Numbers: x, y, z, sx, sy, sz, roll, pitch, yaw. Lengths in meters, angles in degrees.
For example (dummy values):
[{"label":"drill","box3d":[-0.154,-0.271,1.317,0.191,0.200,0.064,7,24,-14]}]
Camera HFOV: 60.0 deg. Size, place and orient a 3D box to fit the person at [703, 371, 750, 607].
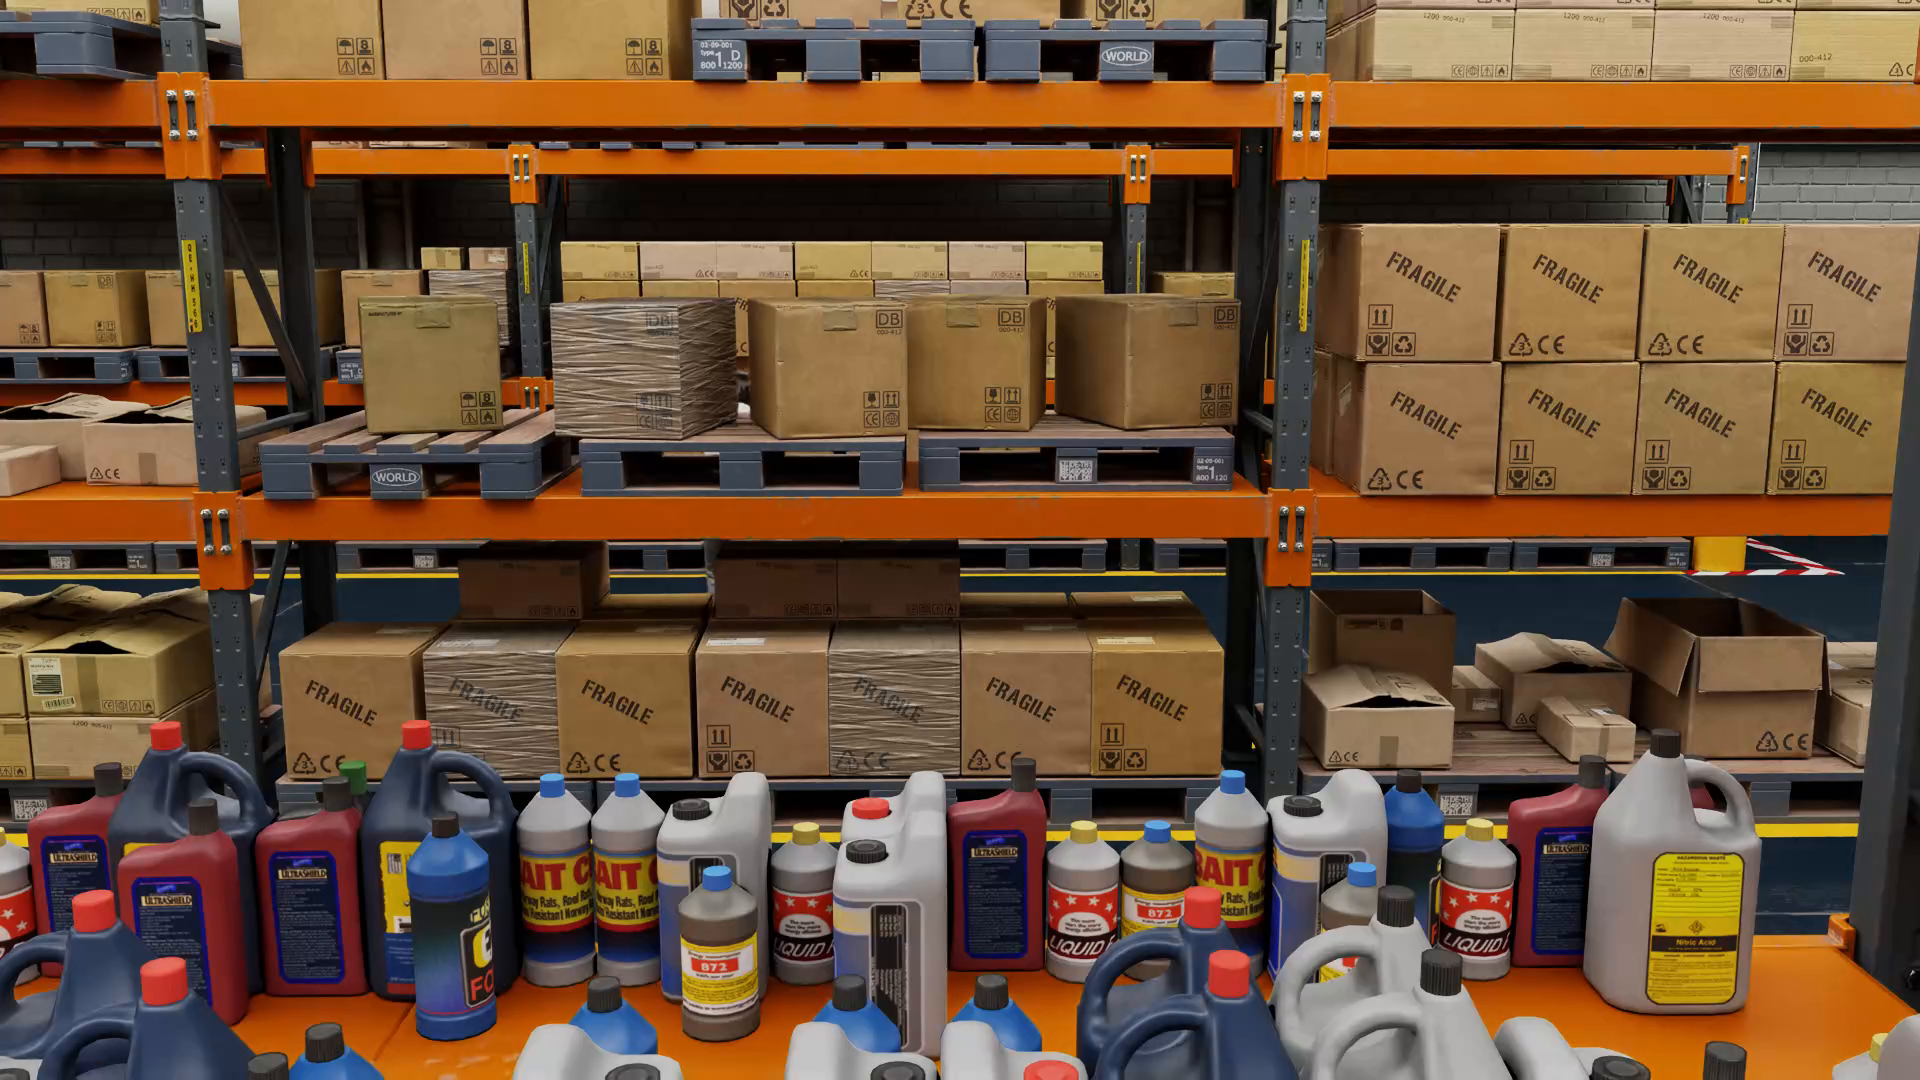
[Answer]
[{"label":"person","box3d":[-1.205,-0.146,9.100,0.406,1.530,0.695,0,10,-2]}]
